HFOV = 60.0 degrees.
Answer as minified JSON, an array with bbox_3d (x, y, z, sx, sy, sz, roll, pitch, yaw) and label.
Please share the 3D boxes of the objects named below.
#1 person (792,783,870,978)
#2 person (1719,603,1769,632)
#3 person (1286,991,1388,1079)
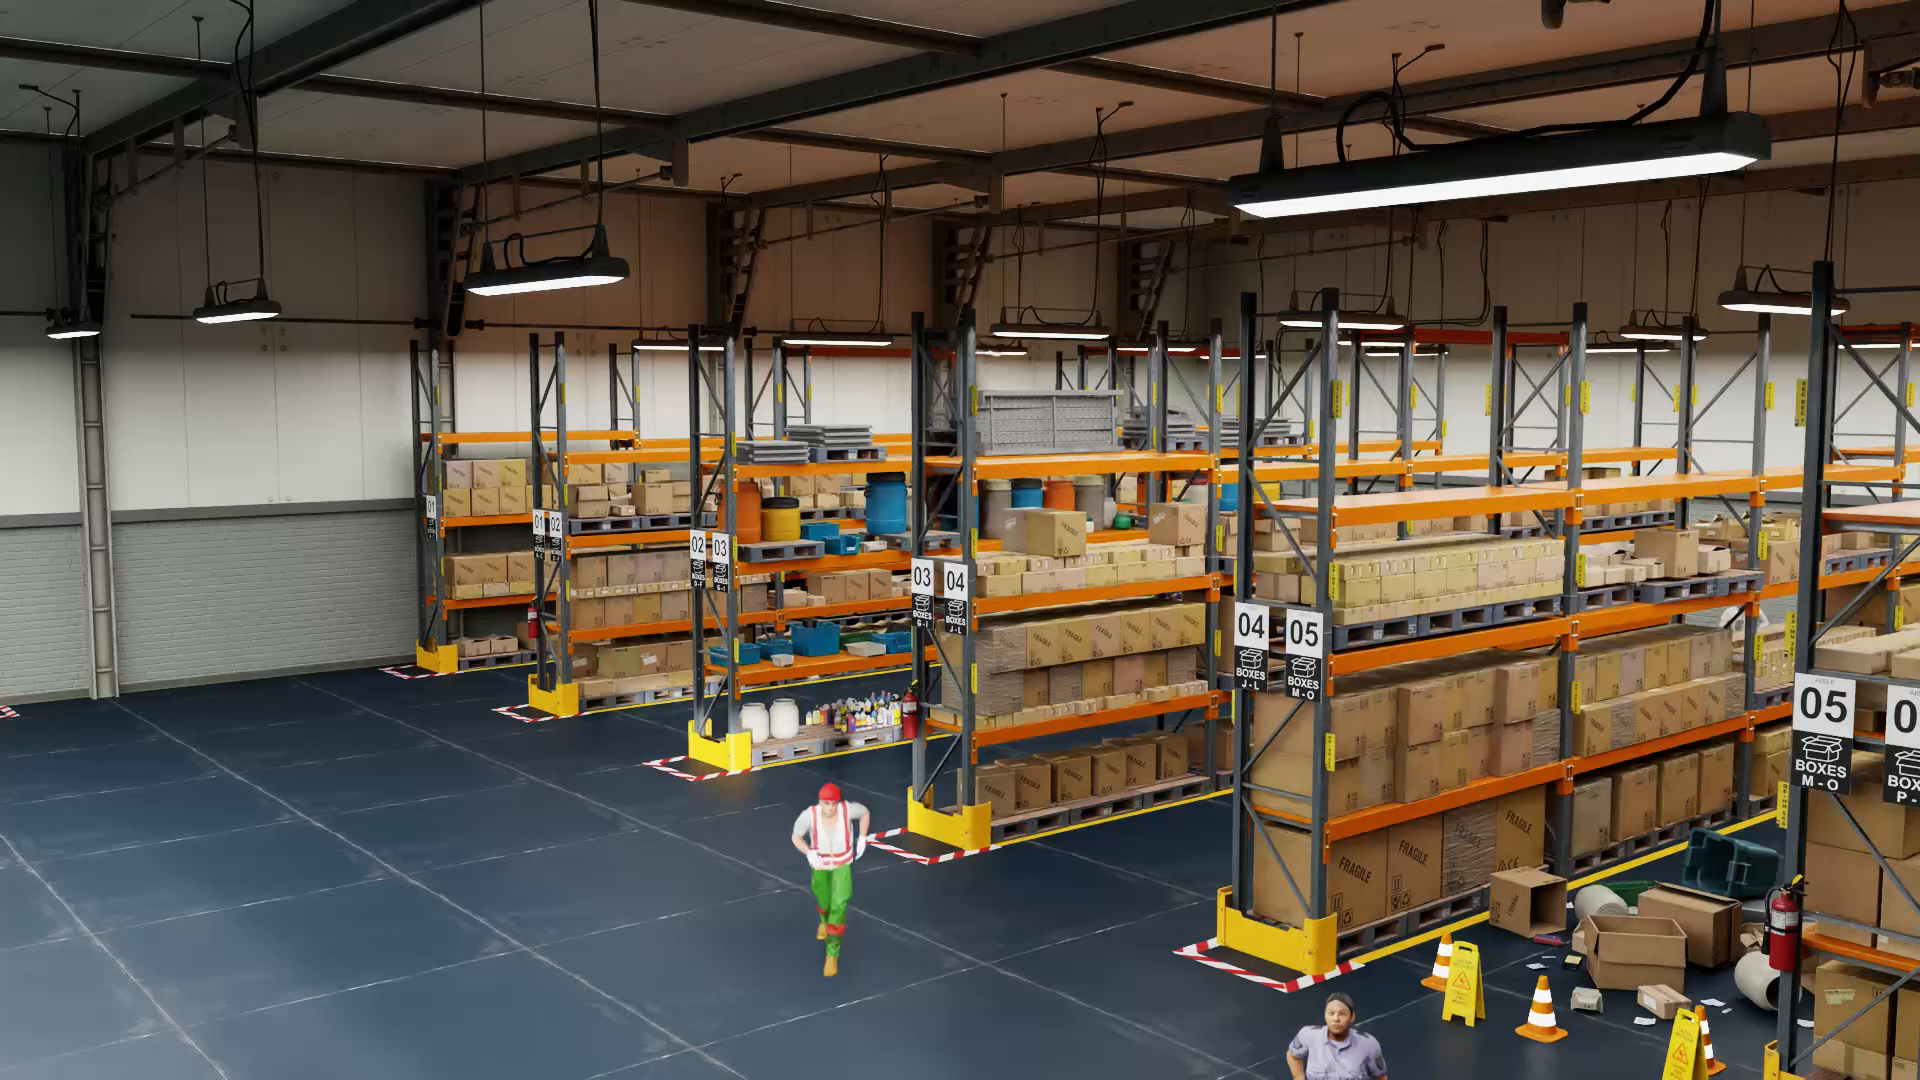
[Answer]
[{"bbox_3d":[-1.166,2.956,14.980,0.703,1.731,1.060,-1,5,-8],"label":"person"},{"bbox_3d":[12.776,1.757,27.225,0.683,1.831,0.805,5,7,44],"label":"person"},{"bbox_3d":[2.220,3.463,9.762,0.579,1.649,0.651,1,5,7],"label":"person"}]
